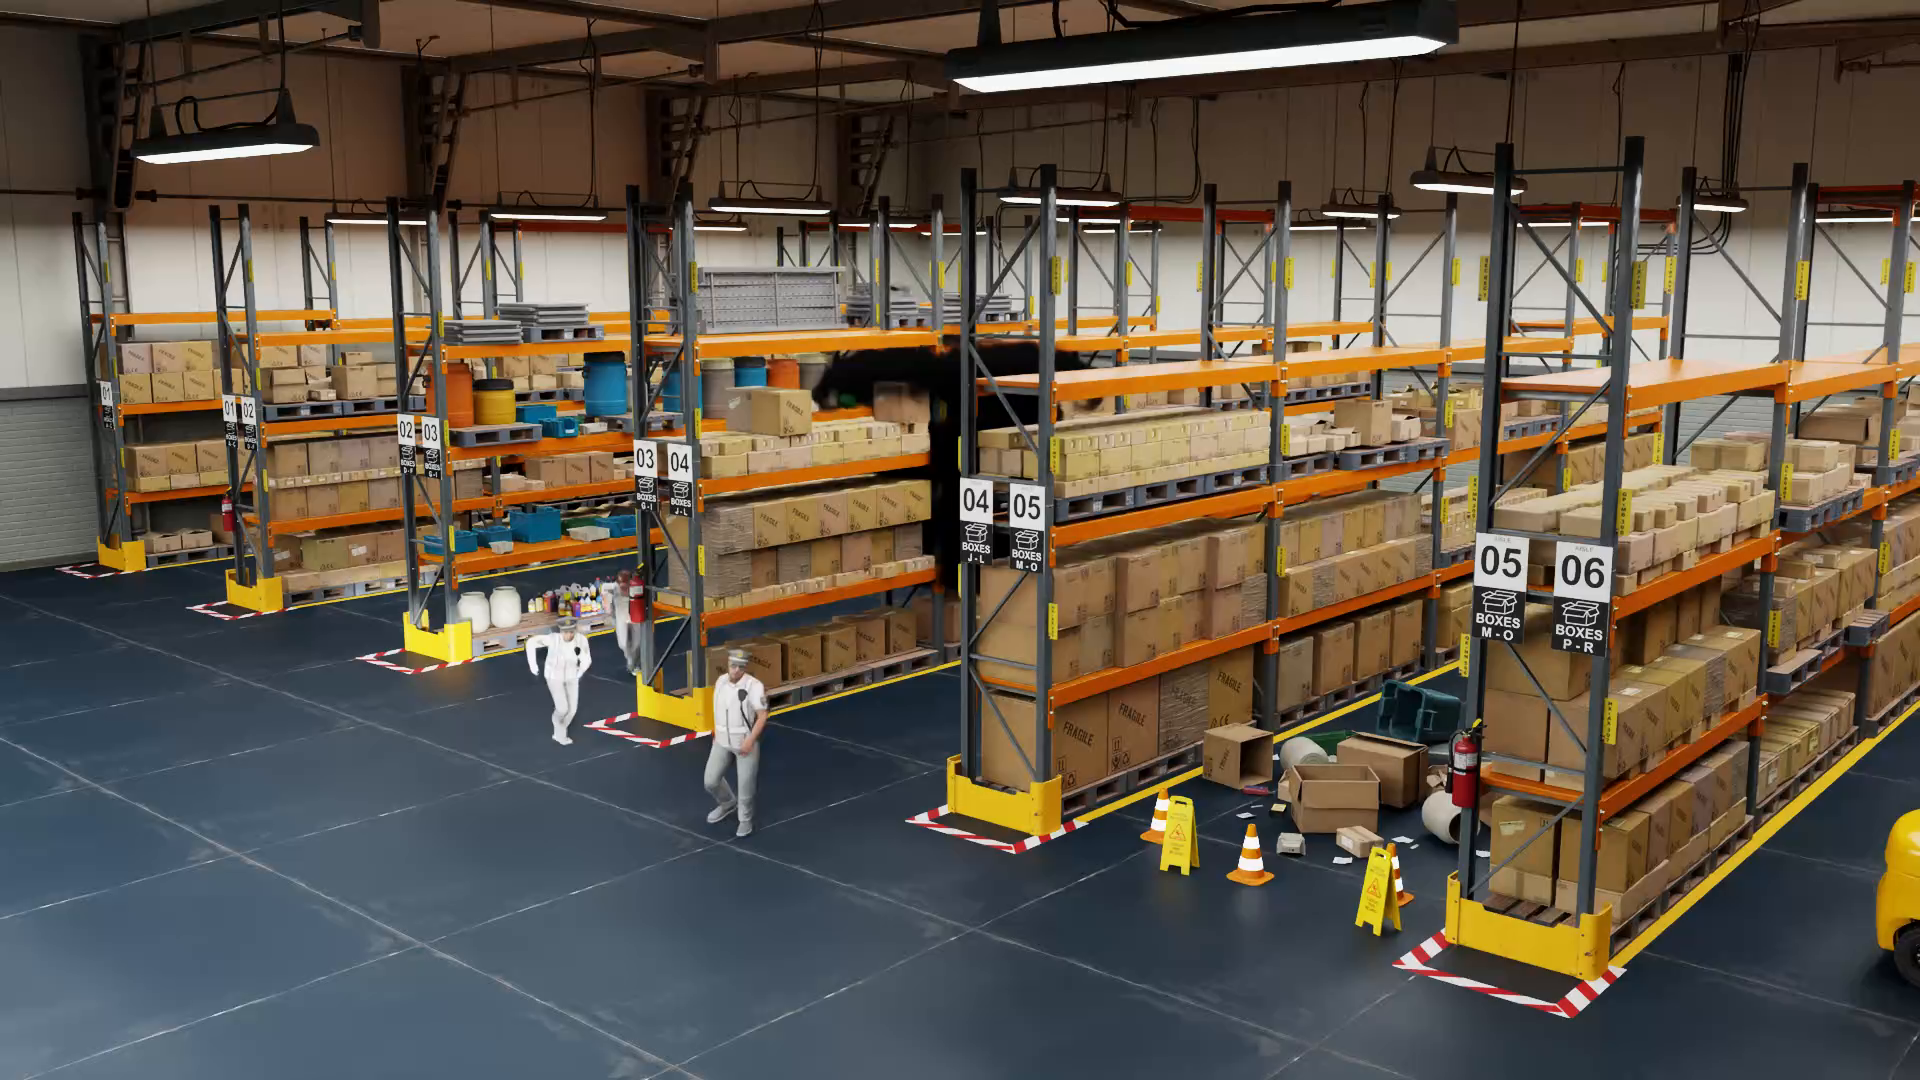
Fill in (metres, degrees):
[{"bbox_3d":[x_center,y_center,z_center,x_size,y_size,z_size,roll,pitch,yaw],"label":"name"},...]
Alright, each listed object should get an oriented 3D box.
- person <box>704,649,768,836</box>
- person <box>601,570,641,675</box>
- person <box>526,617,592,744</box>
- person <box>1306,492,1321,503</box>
[{"bbox_3d":[-2.062,1.837,15.038,0.705,1.753,0.691,3,10,15],"label":"person"},{"bbox_3d":[-4.172,1.036,20.677,0.566,1.430,0.824,0,9,-2],"label":"person"},{"bbox_3d":[-4.258,1.512,17.699,0.646,1.494,0.824,-5,11,-28],"label":"person"},{"bbox_3d":[5.610,0.005,26.348,0.590,1.716,0.730,7,12,38],"label":"person"}]
